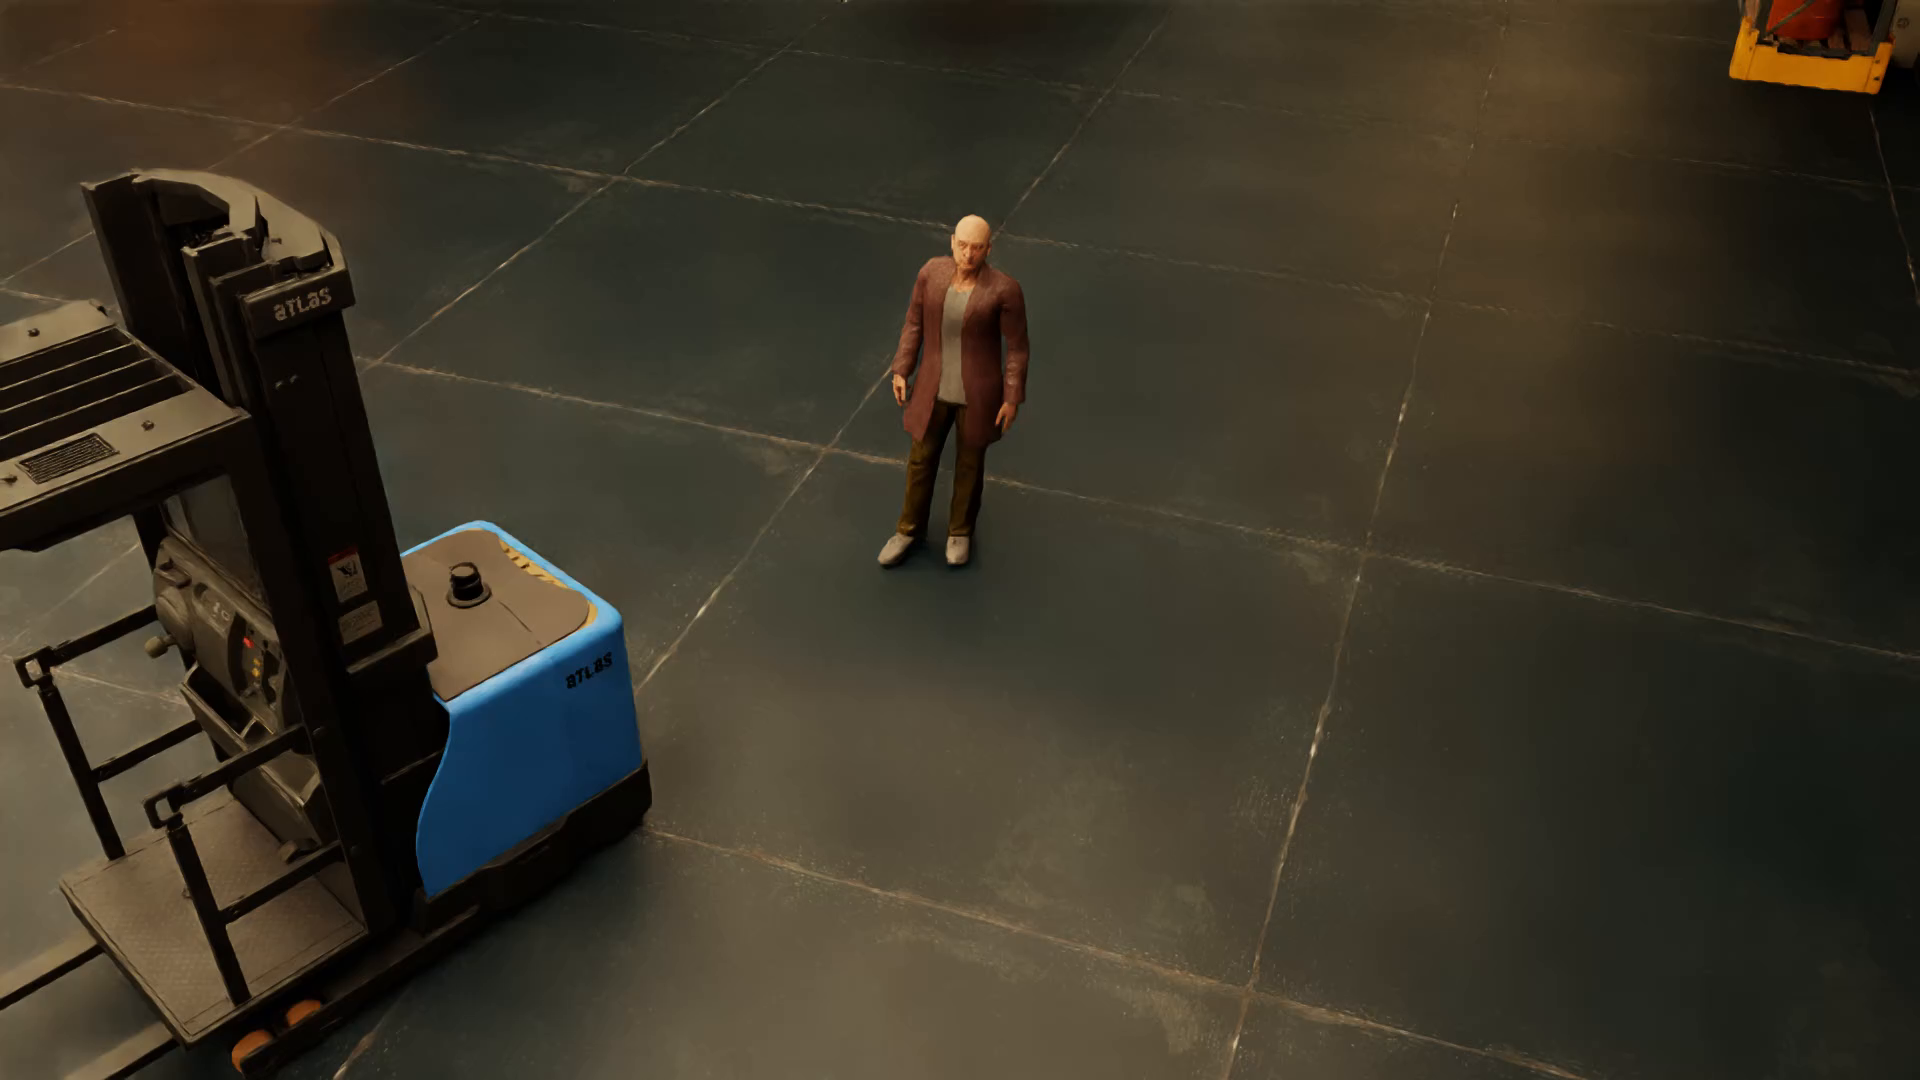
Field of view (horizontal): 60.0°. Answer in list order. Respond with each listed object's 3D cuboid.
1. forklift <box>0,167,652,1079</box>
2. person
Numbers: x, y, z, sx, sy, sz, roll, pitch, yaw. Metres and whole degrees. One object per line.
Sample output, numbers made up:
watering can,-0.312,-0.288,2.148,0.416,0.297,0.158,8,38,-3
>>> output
forklift,-2.670,0.385,5.568,1.130,2.935,3.031,29,44,34
person,-0.036,-0.676,8.059,0.694,1.764,0.575,12,37,16
